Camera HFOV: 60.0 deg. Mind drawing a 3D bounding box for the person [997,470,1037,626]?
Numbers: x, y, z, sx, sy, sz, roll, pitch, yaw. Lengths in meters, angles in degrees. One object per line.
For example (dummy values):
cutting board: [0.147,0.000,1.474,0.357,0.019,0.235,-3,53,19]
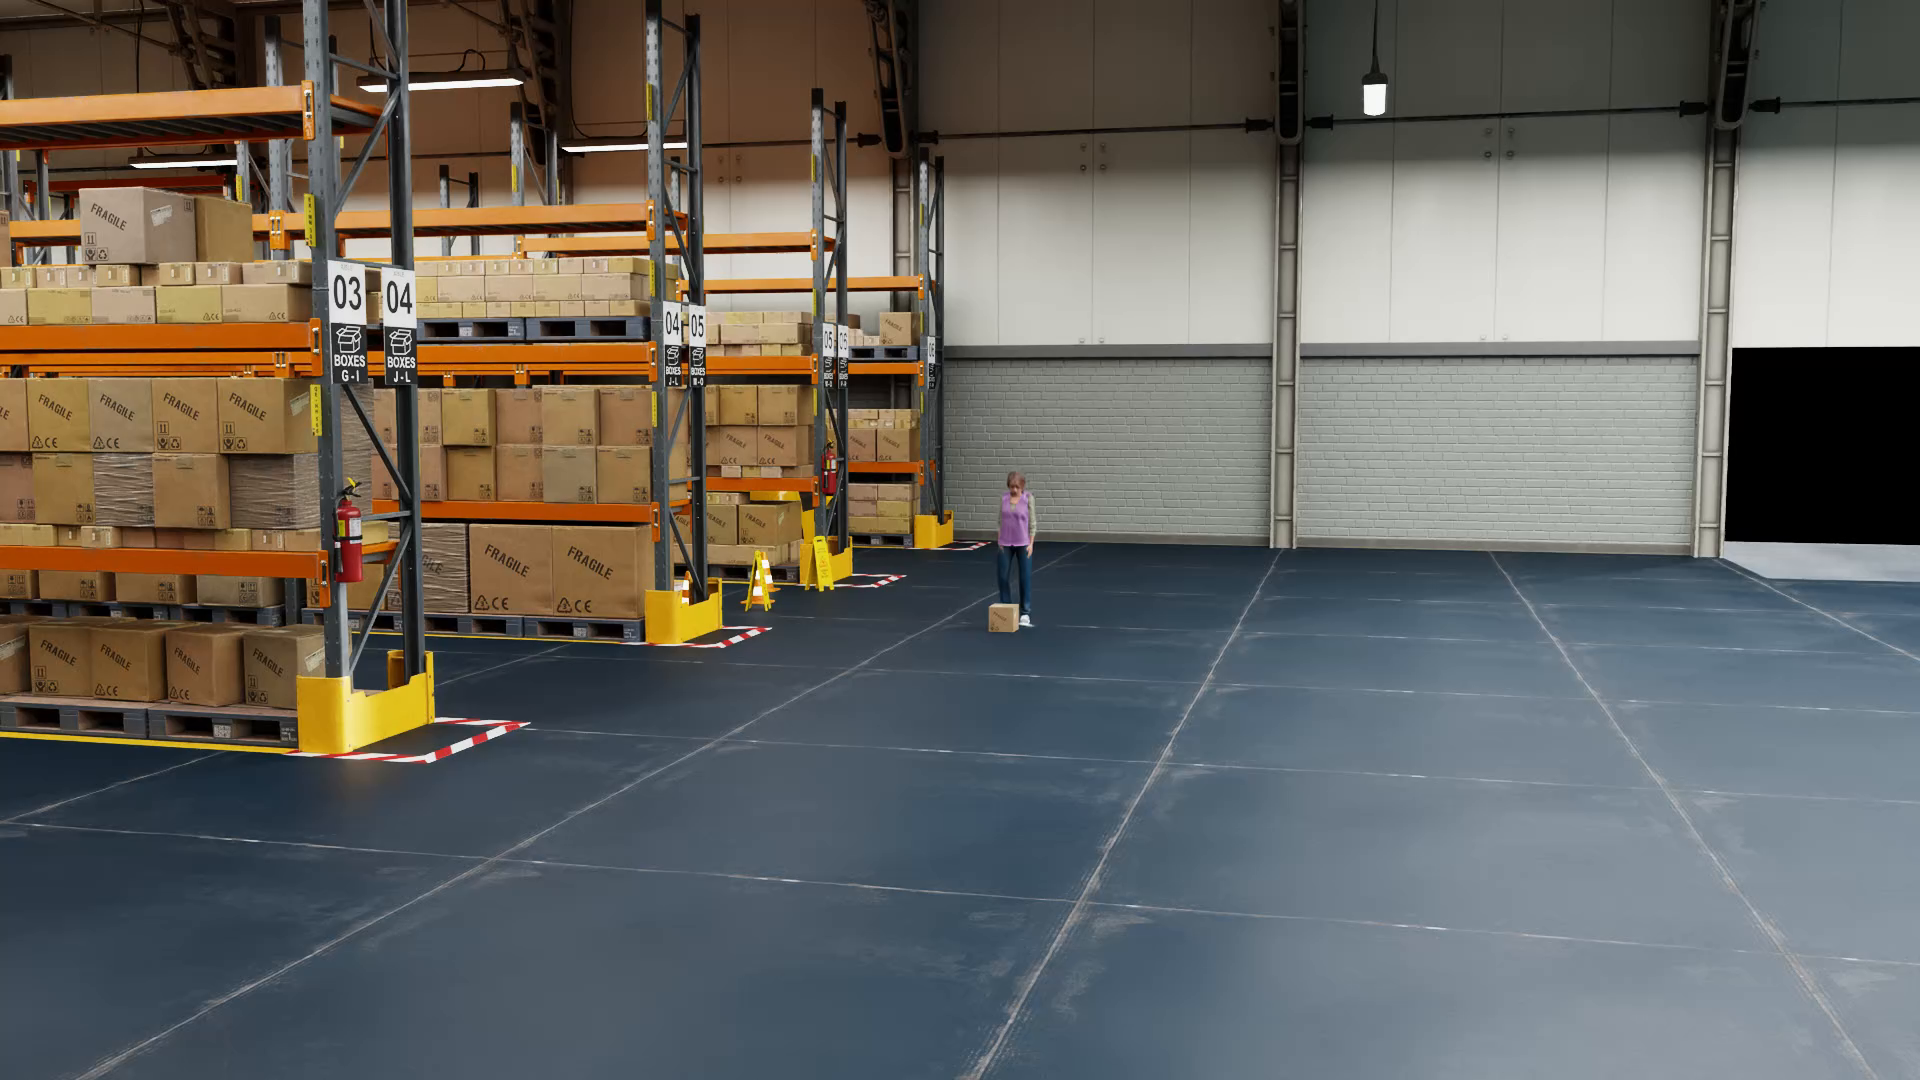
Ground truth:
person: [0.578,0.078,16.893,0.417,1.578,0.341,1,5,15]
